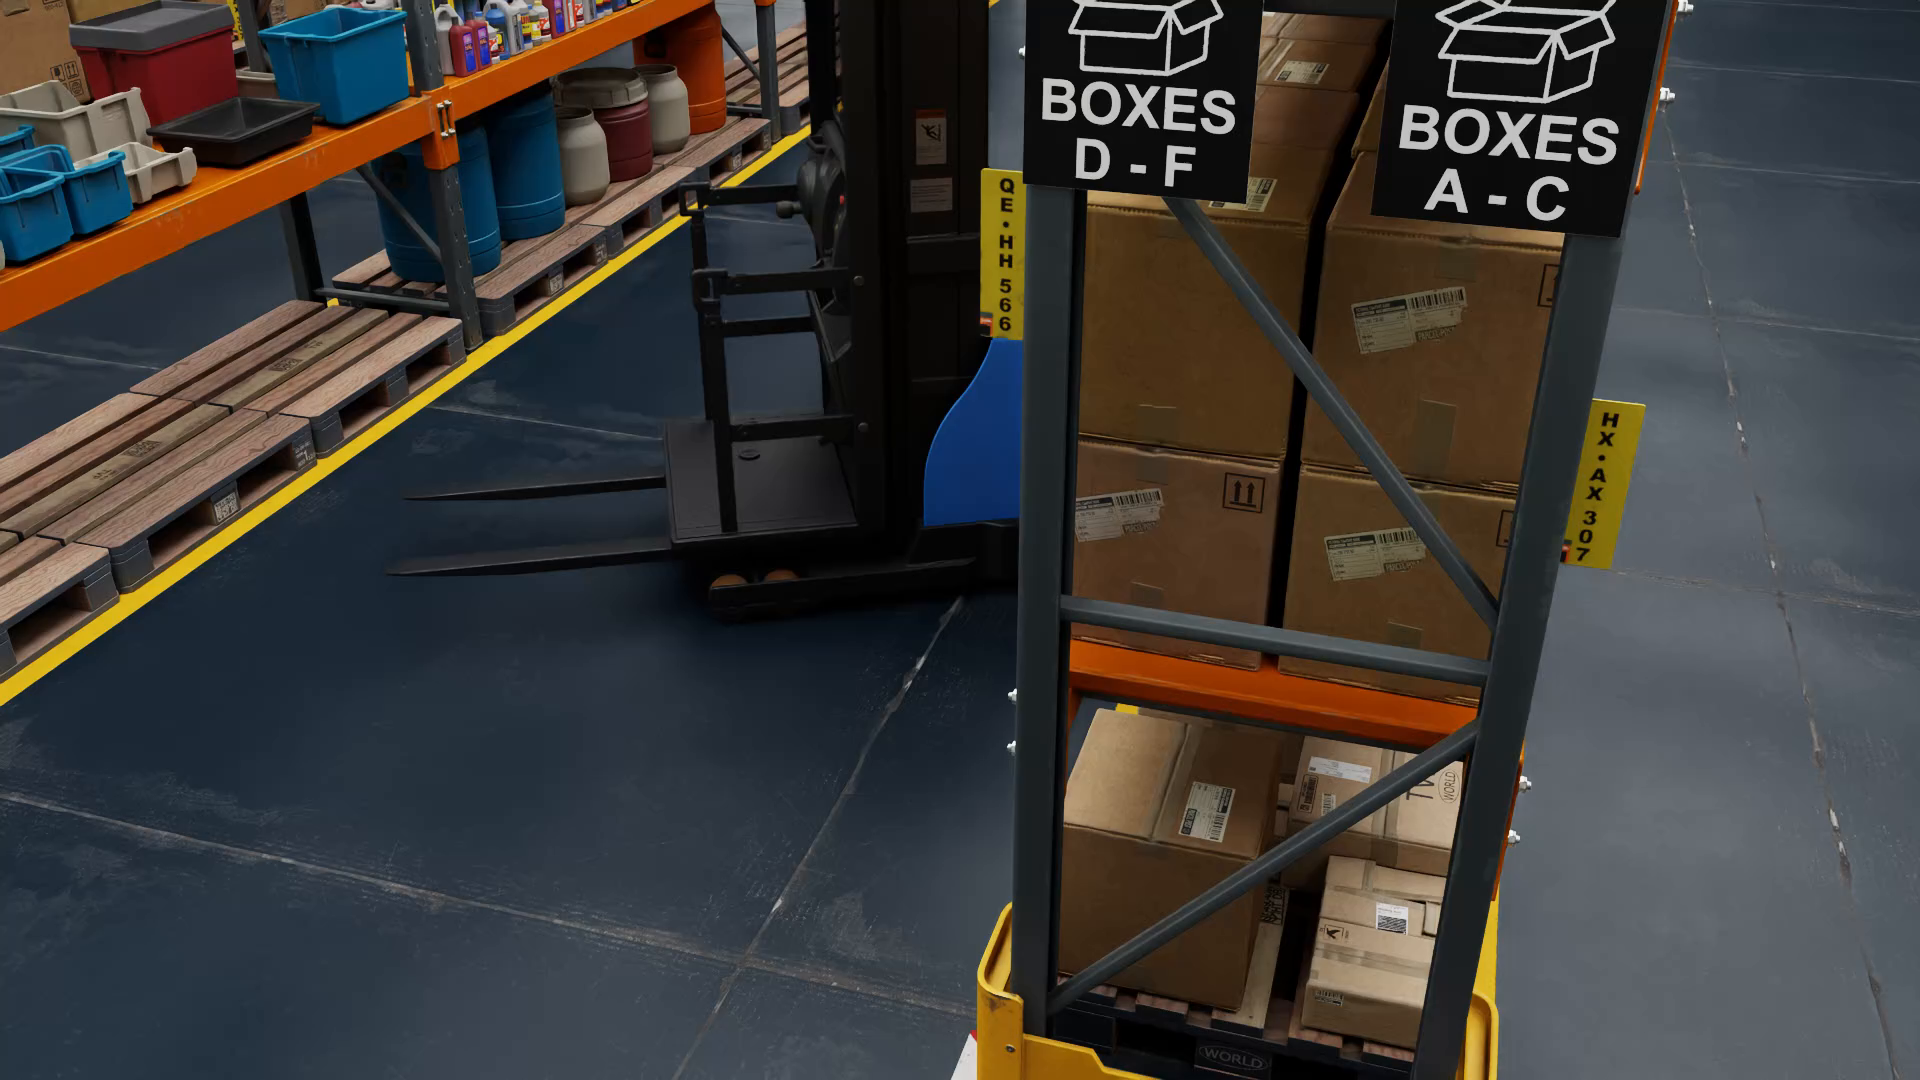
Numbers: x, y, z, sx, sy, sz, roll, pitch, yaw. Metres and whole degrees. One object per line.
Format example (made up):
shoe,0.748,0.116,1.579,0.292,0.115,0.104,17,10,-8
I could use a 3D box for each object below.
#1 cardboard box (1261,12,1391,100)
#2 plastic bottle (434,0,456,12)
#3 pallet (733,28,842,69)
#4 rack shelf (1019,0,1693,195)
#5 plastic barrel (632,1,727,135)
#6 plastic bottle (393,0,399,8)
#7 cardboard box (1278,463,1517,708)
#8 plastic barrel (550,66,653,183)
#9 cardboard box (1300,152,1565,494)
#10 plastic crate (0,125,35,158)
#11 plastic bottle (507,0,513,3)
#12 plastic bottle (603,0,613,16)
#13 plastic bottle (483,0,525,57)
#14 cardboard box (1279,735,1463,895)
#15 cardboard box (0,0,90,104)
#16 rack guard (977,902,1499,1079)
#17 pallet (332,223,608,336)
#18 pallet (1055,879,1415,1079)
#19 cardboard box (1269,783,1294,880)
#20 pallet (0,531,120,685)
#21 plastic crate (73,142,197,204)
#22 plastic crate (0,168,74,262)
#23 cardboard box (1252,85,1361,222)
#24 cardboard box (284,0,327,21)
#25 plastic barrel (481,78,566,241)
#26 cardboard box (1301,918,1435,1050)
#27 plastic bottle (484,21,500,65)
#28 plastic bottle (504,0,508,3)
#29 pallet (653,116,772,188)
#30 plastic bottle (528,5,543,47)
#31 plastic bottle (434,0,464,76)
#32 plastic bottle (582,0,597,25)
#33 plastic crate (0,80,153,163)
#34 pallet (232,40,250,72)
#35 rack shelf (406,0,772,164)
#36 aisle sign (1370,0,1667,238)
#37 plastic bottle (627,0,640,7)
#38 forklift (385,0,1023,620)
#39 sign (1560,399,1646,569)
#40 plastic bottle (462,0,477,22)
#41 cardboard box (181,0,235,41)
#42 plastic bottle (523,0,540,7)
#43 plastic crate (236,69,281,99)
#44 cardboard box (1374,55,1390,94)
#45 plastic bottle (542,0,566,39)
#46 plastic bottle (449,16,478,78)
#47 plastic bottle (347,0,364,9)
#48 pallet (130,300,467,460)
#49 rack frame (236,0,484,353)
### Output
cardboard box,0.925,-1.237,4.757,0.500,0.500,0.500,9,30,16
plastic bottle,-2.799,-2.881,8.893,0.144,0.351,0.185,8,30,15
pallet,-1.150,-3.923,13.585,1.003,0.211,1.213,8,30,15
rack shelf,1.199,-1.721,4.413,1.077,0.370,4.000,8,30,15
plastic barrel,-1.902,-3.227,11.266,0.600,0.830,0.708,8,30,15
plastic bottle,-2.991,-2.815,8.776,0.144,0.351,0.185,8,30,15
cardboard box,0.994,-0.008,3.576,0.500,0.500,0.500,9,30,16
plastic barrel,-2.233,-2.597,10.381,0.600,0.588,0.708,8,30,15
cardboard box,0.994,-0.445,3.332,0.500,0.500,0.500,9,30,16
plastic crate,-3.765,-1.448,6.378,0.416,0.233,0.300,8,30,15
plastic bottle,-2.668,-3.327,9.696,0.144,0.351,0.185,8,30,15
plastic bottle,-2.020,-3.101,9.371,0.097,0.271,0.097,0,29,0
plastic bottle,-2.341,-2.639,8.537,0.152,0.276,0.135,8,30,15
cardboard box,1.189,0.769,4.657,0.500,0.250,0.500,8,30,15
cardboard box,-7.001,-3.453,11.625,1.225,0.875,0.875,9,30,15
rack guard,0.634,1.262,3.968,1.175,0.500,0.348,8,30,15
pallet,-2.682,-1.497,9.224,1.003,0.211,1.213,8,30,15
pallet,0.867,1.017,4.704,1.003,0.211,1.213,8,30,15
cardboard box,0.741,0.787,4.711,0.380,0.166,0.250,8,30,15
pallet,-3.843,0.337,5.927,1.003,0.211,1.213,8,30,15
plastic crate,-3.172,-1.422,6.430,0.293,0.136,0.466,8,30,15
plastic crate,-3.349,-1.137,5.818,0.416,0.233,0.300,8,30,15
cardboard box,0.627,-0.757,3.894,0.500,0.500,0.500,9,30,16
cardboard box,-6.021,-4.867,14.532,0.700,0.500,0.500,11,31,19
plastic barrel,-2.565,-2.209,9.362,0.600,0.901,0.708,8,30,15
cardboard box,1.063,1.113,4.145,0.380,0.149,0.250,8,30,15
plastic bottle,-2.377,-2.504,8.370,0.097,0.201,0.097,0,29,0
plastic bottle,-2.674,-3.222,9.588,0.097,0.271,0.097,0,29,0
pallet,-1.966,-2.631,11.262,1.003,0.211,1.213,8,30,15
plastic bottle,-2.252,-2.702,8.726,0.097,0.201,0.097,0,29,0
plastic bottle,-2.523,-2.477,8.169,0.144,0.351,0.185,8,30,15
plastic bottle,-2.109,-3.008,9.198,0.152,0.276,0.135,8,30,15
plastic crate,-3.573,-1.654,6.698,0.437,0.282,0.530,8,30,15
pallet,-6.278,-4.073,13.854,1.003,0.211,1.213,8,30,15
rack shelf,-2.361,-2.978,9.758,1.077,0.370,4.000,8,30,15
aisle sign,0.872,-0.858,2.532,0.394,0.787,0.004,8,30,15
plastic bottle,-1.914,-3.243,9.614,0.061,0.283,0.133,8,30,15
forklift,-0.675,-1.261,6.002,3.031,2.935,1.130,-5,30,-10
sign,1.130,-0.096,2.947,0.100,0.325,0.005,8,30,15
plastic bottle,-2.722,-2.993,9.178,0.097,0.271,0.097,0,29,0
cardboard box,-6.332,-4.343,13.590,0.700,0.500,0.500,7,30,12
plastic bottle,-2.322,-2.921,9.044,0.152,0.276,0.135,8,30,15
plastic crate,-3.222,-2.078,7.609,0.396,0.136,0.243,8,30,15
cardboard box,1.292,-0.921,4.188,0.500,0.500,0.500,9,30,16
plastic bottle,-2.172,-2.834,8.879,0.061,0.283,0.133,8,30,15
plastic bottle,-2.433,-2.421,8.137,0.061,0.283,0.133,8,30,15
plastic bottle,-3.118,-2.655,8.558,0.061,0.283,0.133,8,30,15
pallet,-3.127,-0.797,7.966,1.003,0.211,1.213,8,30,15
rack frame,-2.948,-2.363,7.912,1.000,3.000,0.127,8,30,15
